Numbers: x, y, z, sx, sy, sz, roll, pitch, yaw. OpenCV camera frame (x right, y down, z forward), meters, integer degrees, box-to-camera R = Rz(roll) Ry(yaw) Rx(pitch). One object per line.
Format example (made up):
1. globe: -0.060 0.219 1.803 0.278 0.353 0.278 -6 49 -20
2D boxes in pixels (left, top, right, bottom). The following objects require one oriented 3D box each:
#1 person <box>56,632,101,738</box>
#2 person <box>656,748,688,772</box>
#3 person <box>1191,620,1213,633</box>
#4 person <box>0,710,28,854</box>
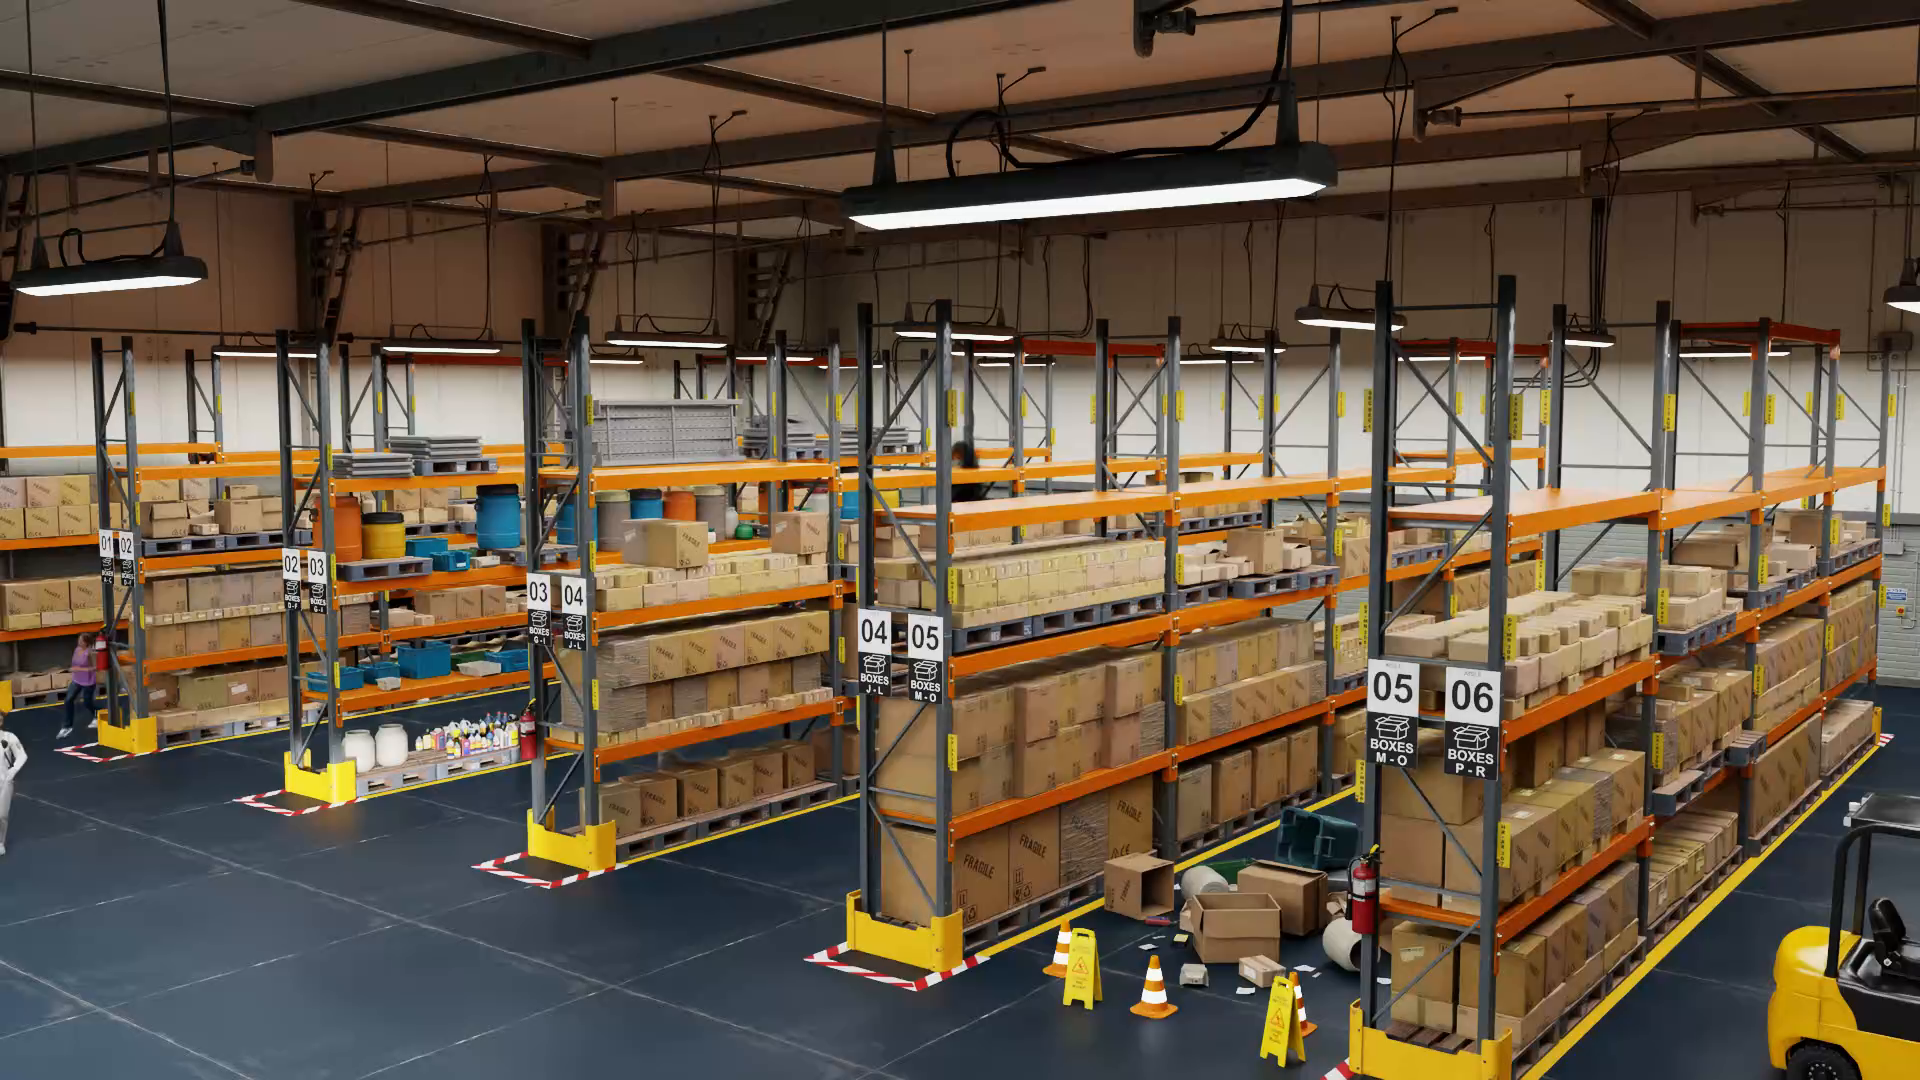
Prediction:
1. person: -13.290 2.190 25.335 0.587 1.604 0.767 1 5 15
2. person: -3.825 2.375 21.621 0.657 1.776 0.950 3 6 31
3. person: 3.865 1.974 26.009 0.684 1.675 0.999 3 6 29
4. person: -10.830 2.714 18.689 0.630 1.663 0.538 -3 6 -28
